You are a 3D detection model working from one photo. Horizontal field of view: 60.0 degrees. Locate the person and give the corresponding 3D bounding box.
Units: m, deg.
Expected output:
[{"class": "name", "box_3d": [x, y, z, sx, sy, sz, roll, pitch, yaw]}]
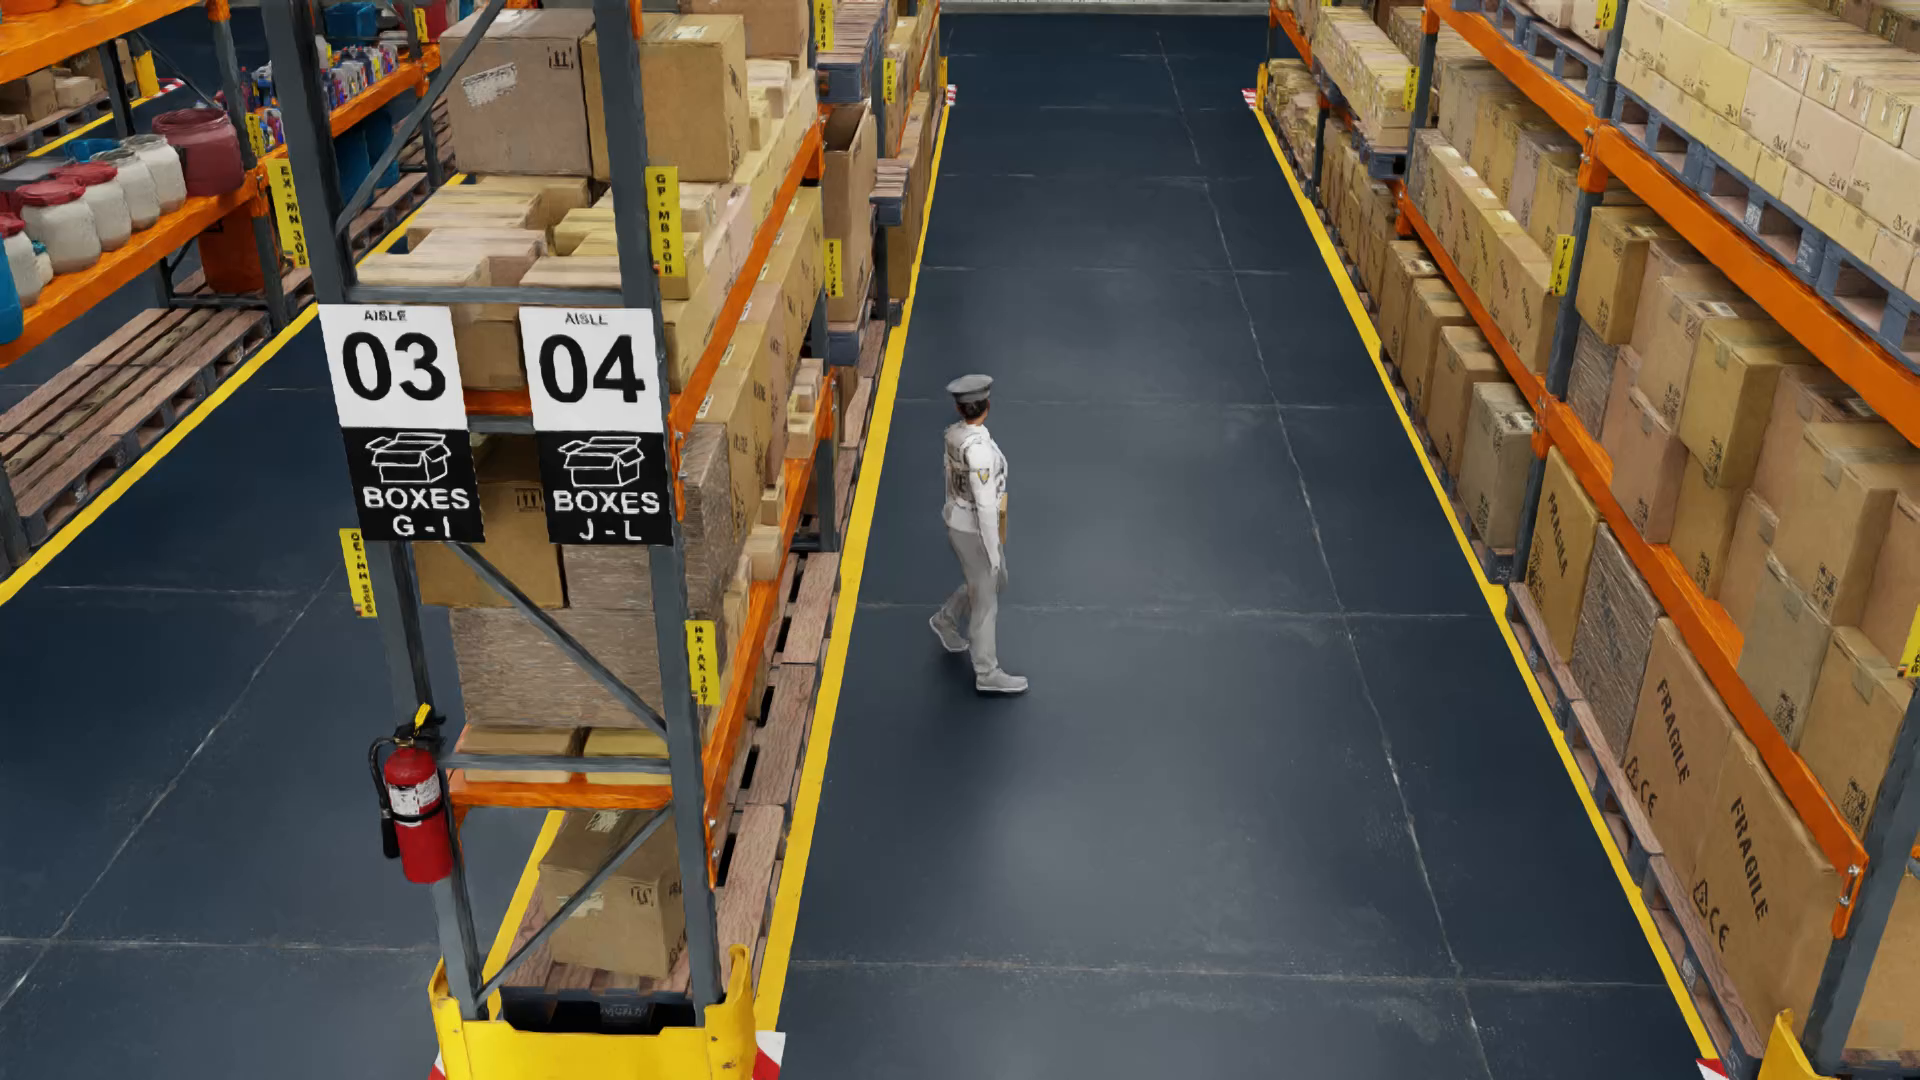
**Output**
[{"class": "person", "box_3d": [0.104, -0.033, 8.705, 0.460, 1.640, 0.617, -4, 28, -7]}]
